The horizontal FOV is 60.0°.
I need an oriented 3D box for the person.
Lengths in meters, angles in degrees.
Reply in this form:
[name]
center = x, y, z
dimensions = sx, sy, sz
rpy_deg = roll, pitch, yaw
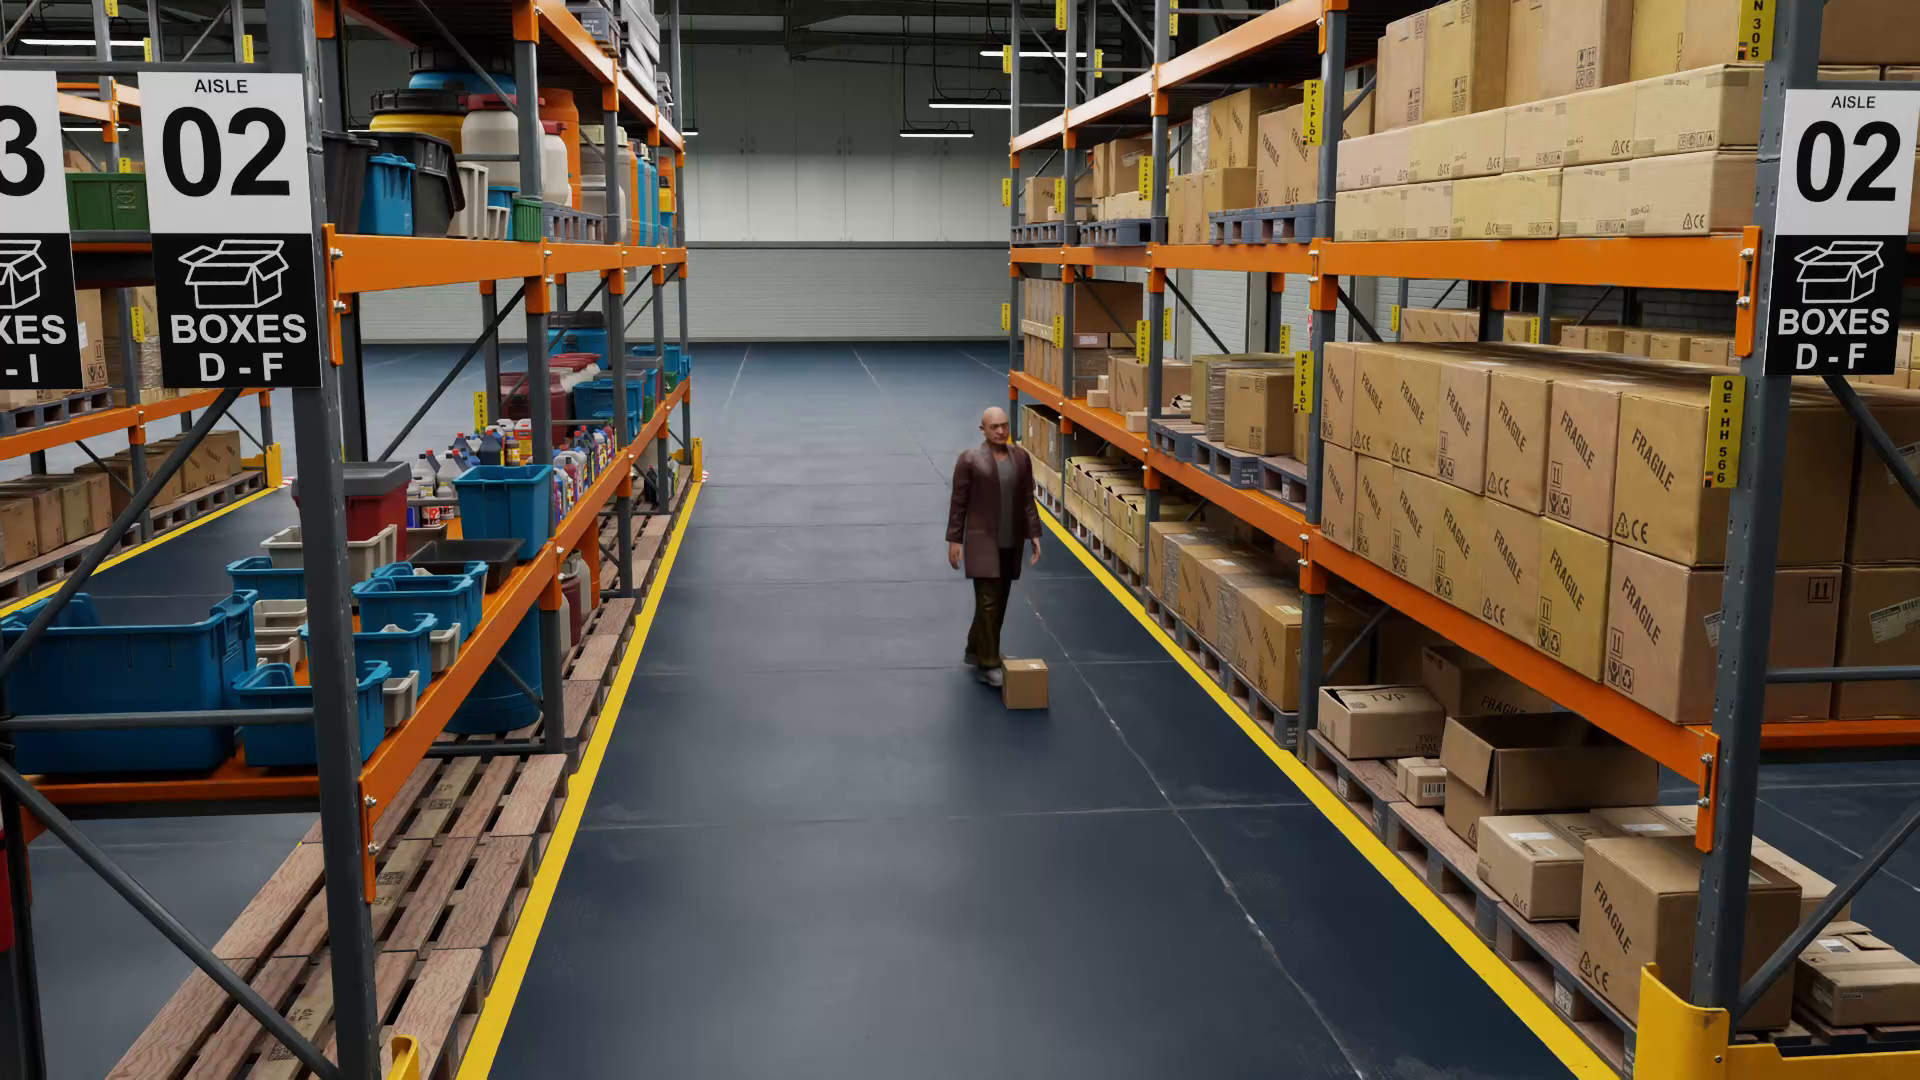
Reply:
[person]
center = 0.258, 0.119, 10.783
dimensions = 0.590, 1.571, 0.736
rpy_deg = -6, 12, -33
